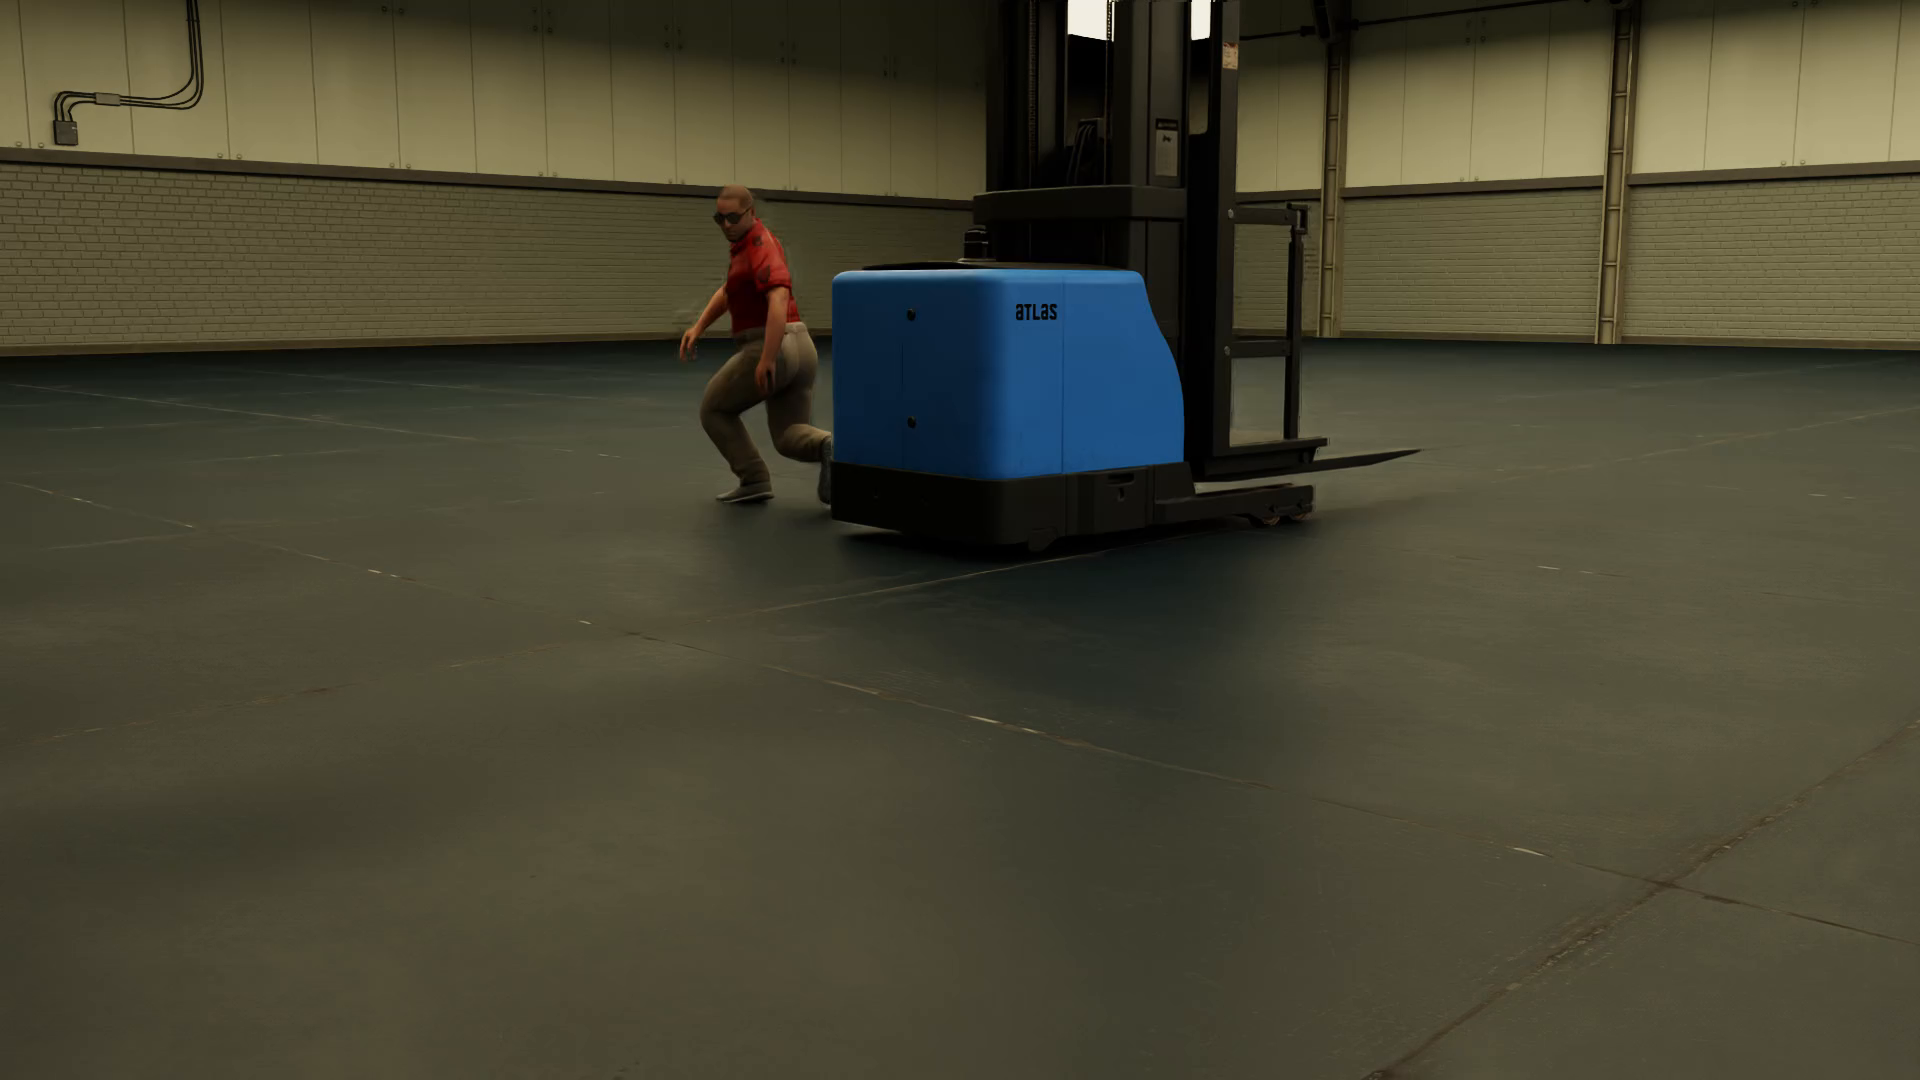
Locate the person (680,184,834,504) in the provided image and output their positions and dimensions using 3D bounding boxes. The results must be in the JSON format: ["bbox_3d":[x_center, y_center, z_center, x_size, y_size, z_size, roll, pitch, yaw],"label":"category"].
[{"bbox_3d":[-0.923,-0.884,7.740,0.896,1.509,0.636,4,10,27],"label":"person"}]

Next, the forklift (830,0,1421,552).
[{"bbox_3d":[0.909,-1.561,7.237,3.031,2.935,1.130,-7,11,-41],"label":"forklift"}]
